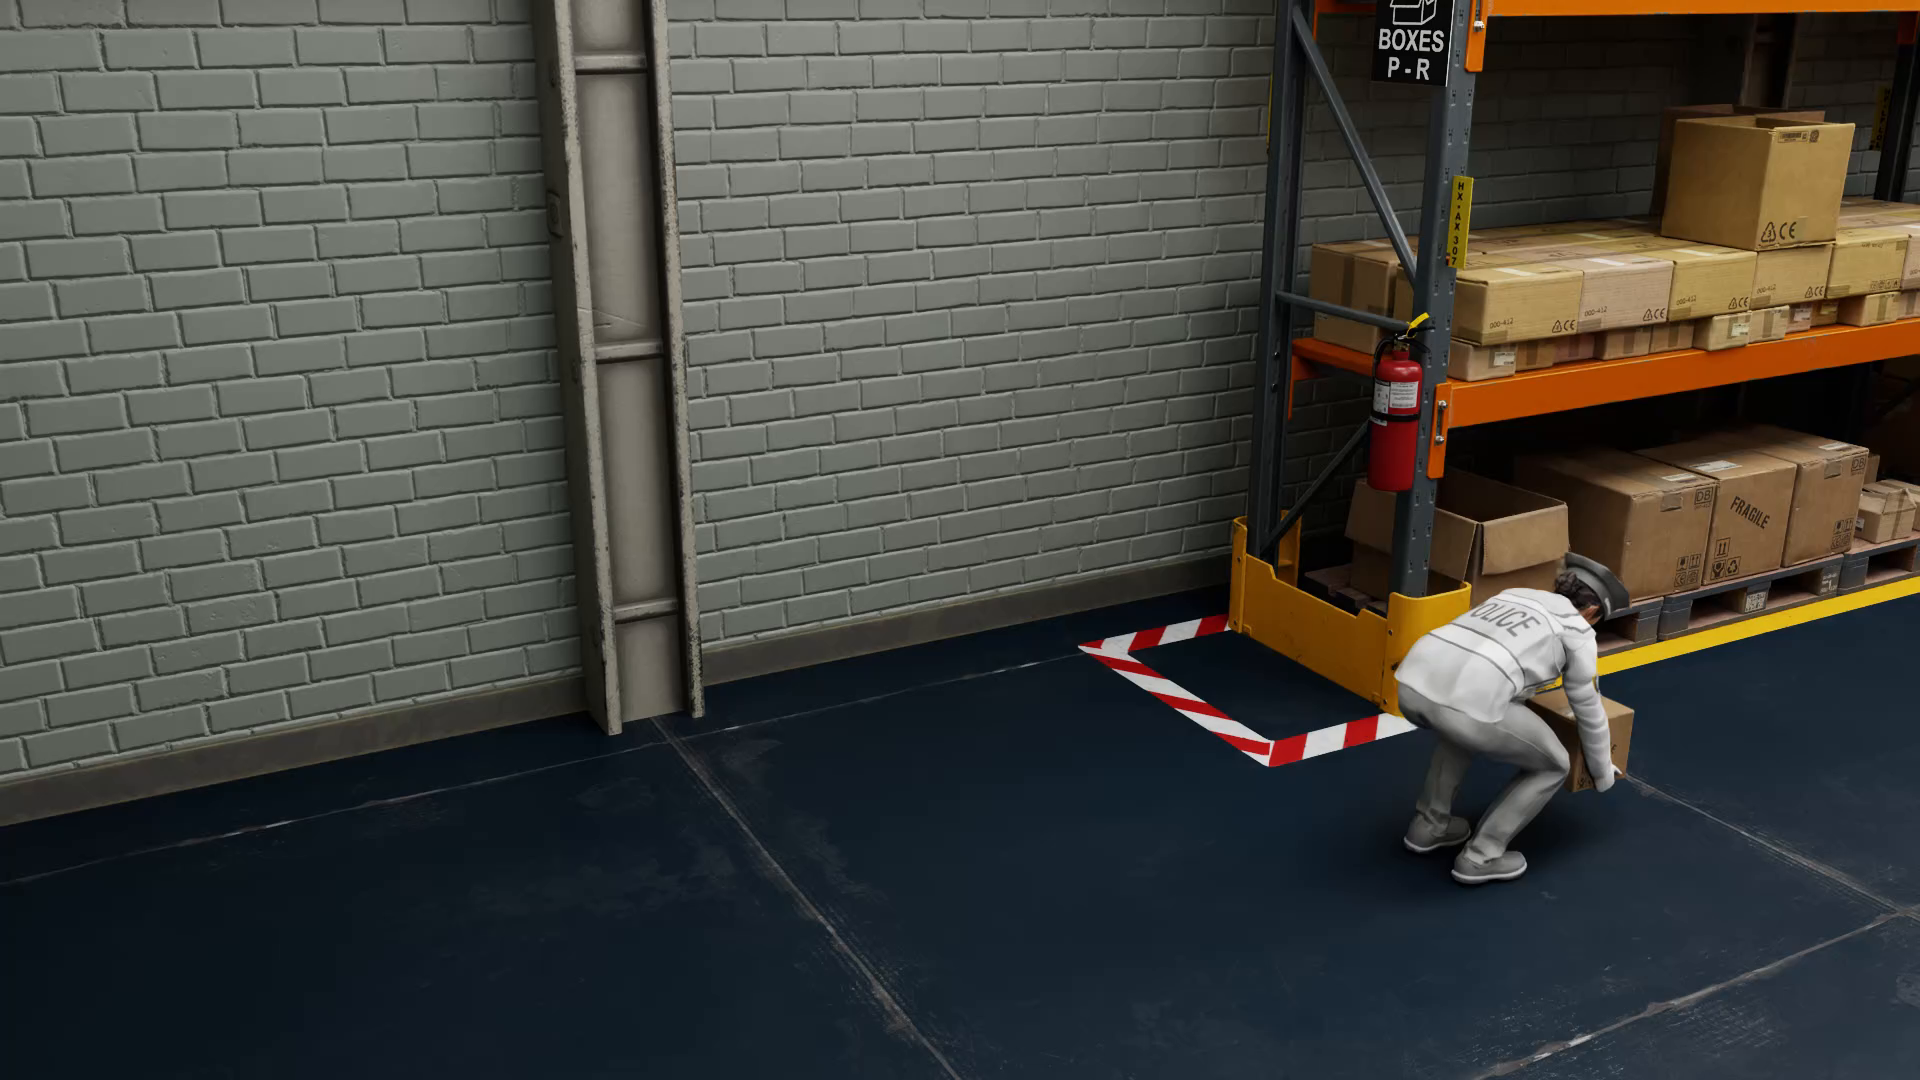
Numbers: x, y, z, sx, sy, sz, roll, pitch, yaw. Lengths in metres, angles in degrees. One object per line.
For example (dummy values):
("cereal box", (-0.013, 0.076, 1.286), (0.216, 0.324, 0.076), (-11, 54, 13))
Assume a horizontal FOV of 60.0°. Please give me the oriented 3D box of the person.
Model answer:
("person", (14.323, -1.982, 5.358), (23.207, 5.874, 11.919), (-11, 21, -29))
